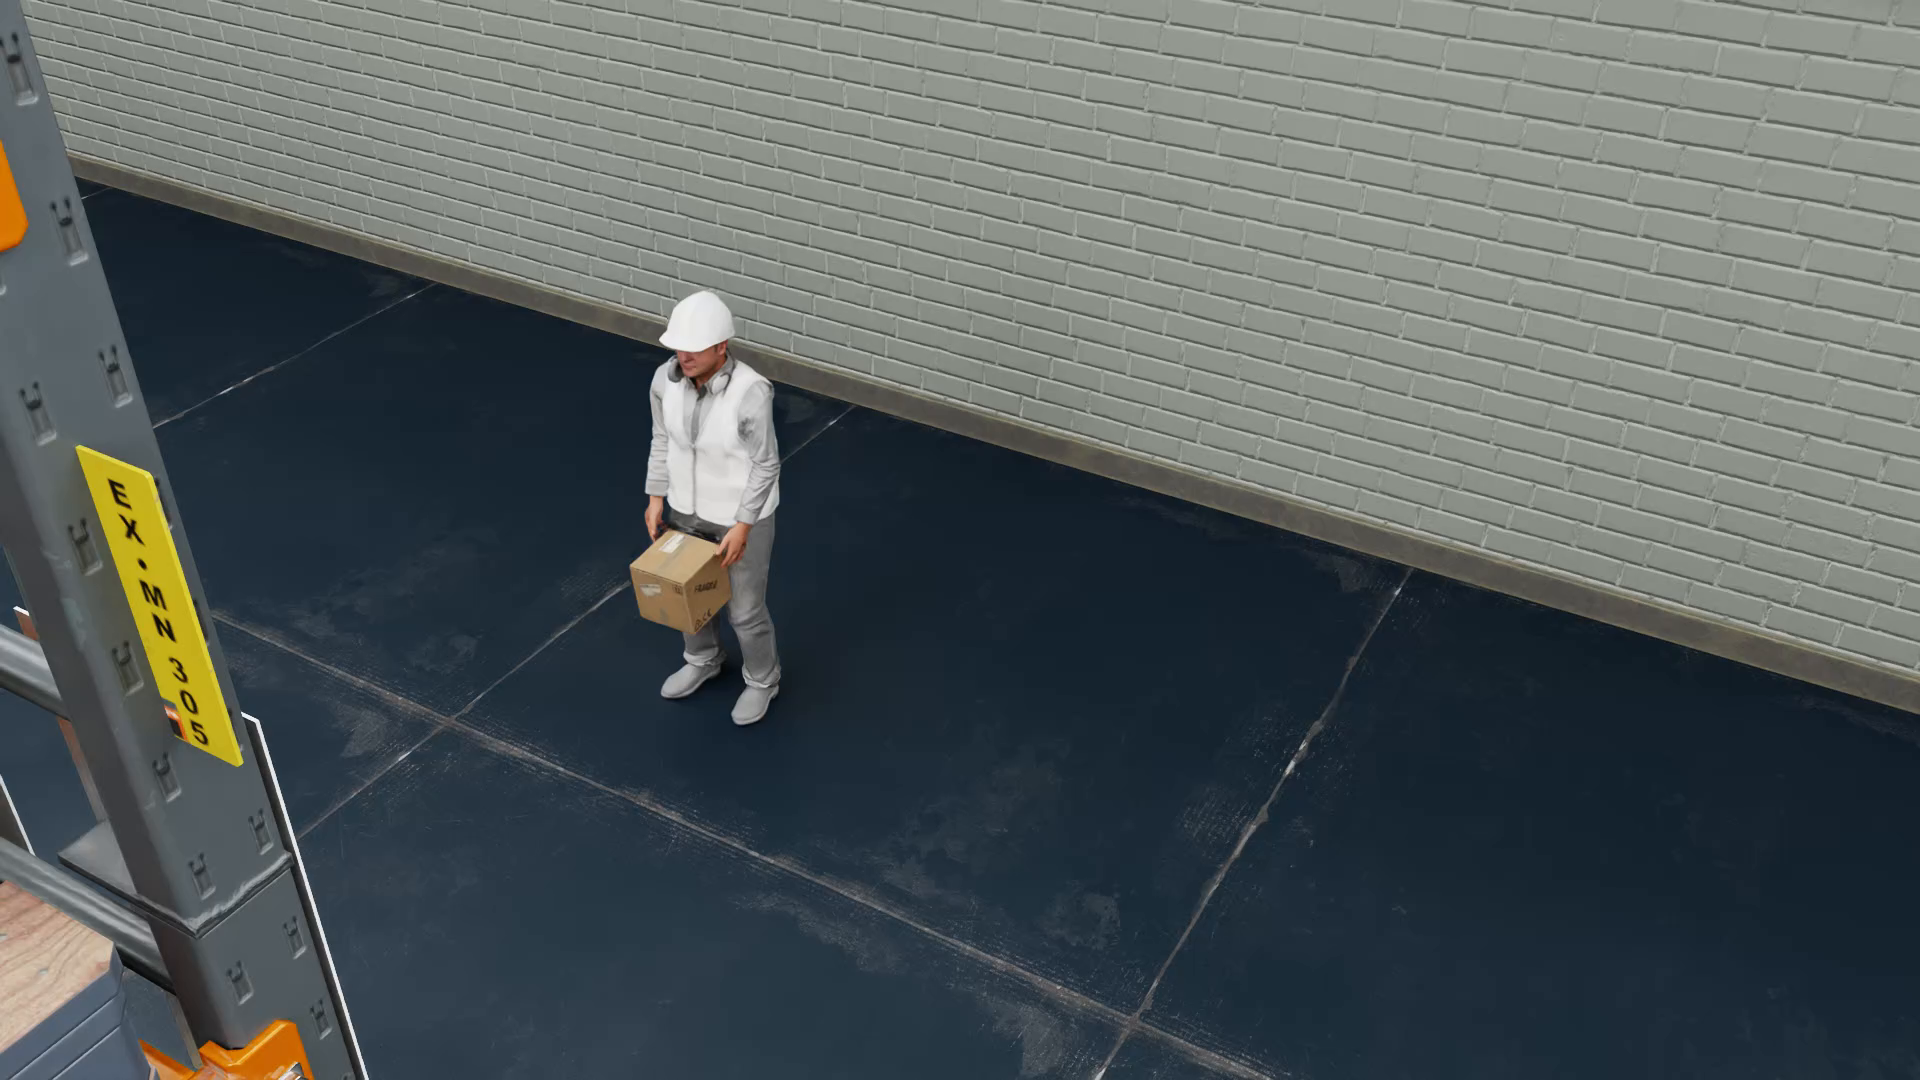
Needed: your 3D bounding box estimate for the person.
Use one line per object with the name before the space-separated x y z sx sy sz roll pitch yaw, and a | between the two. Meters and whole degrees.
person | -0.915 -0.122 6.293 0.551 1.779 0.444 17 37 23
